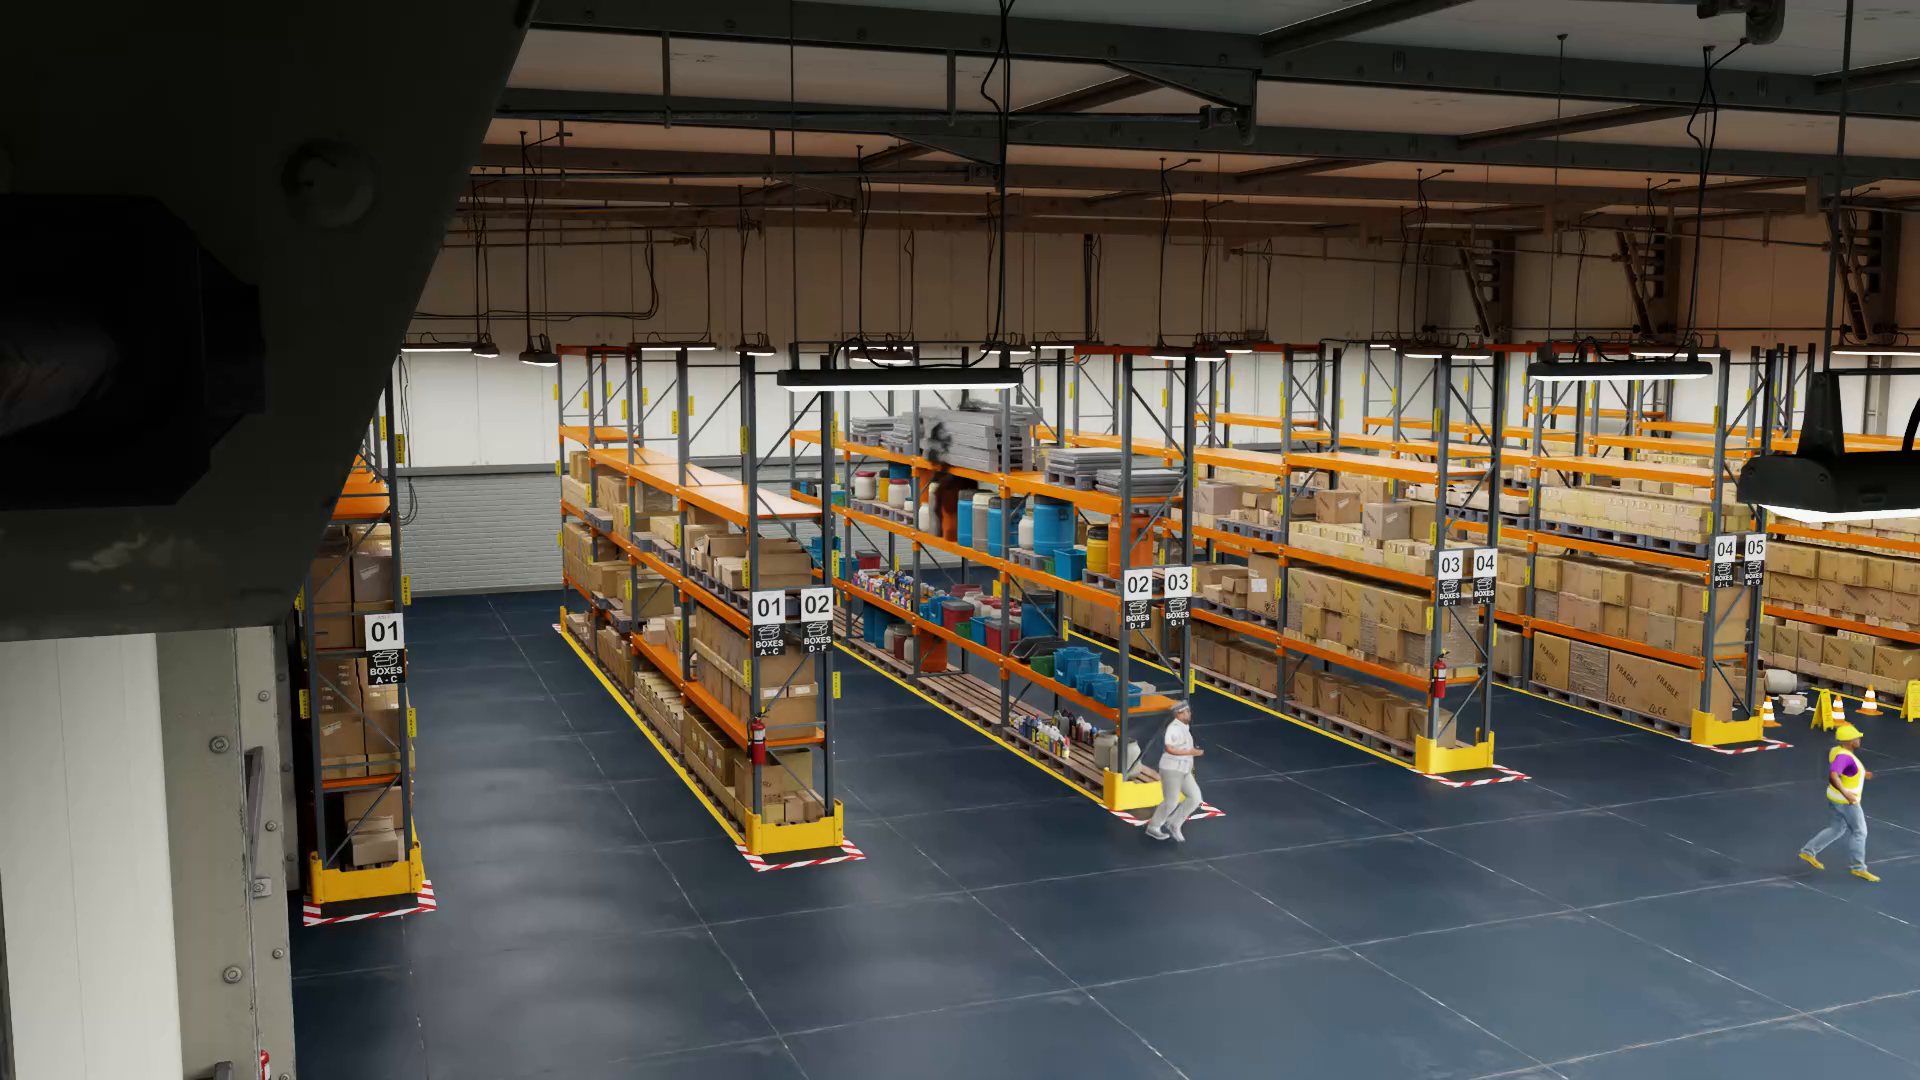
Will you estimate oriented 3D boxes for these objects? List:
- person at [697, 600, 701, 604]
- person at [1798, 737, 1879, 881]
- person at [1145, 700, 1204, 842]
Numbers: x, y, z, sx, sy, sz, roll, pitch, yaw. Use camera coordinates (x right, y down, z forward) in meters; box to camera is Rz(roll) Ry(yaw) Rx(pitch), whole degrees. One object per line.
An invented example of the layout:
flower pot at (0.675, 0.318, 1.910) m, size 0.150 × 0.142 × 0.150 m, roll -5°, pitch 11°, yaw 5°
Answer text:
person at (-5.210, 1.274, 33.855) m, size 0.534 × 1.563 × 0.780 m, roll -5°, pitch 9°, yaw -32°
person at (10.186, 3.035, 19.177) m, size 0.841 × 1.751 × 0.688 m, roll 1°, pitch 7°, yaw 11°
person at (2.734, 2.870, 20.682) m, size 0.685 × 1.787 × 0.666 m, roll 4°, pitch 8°, yaw 28°
